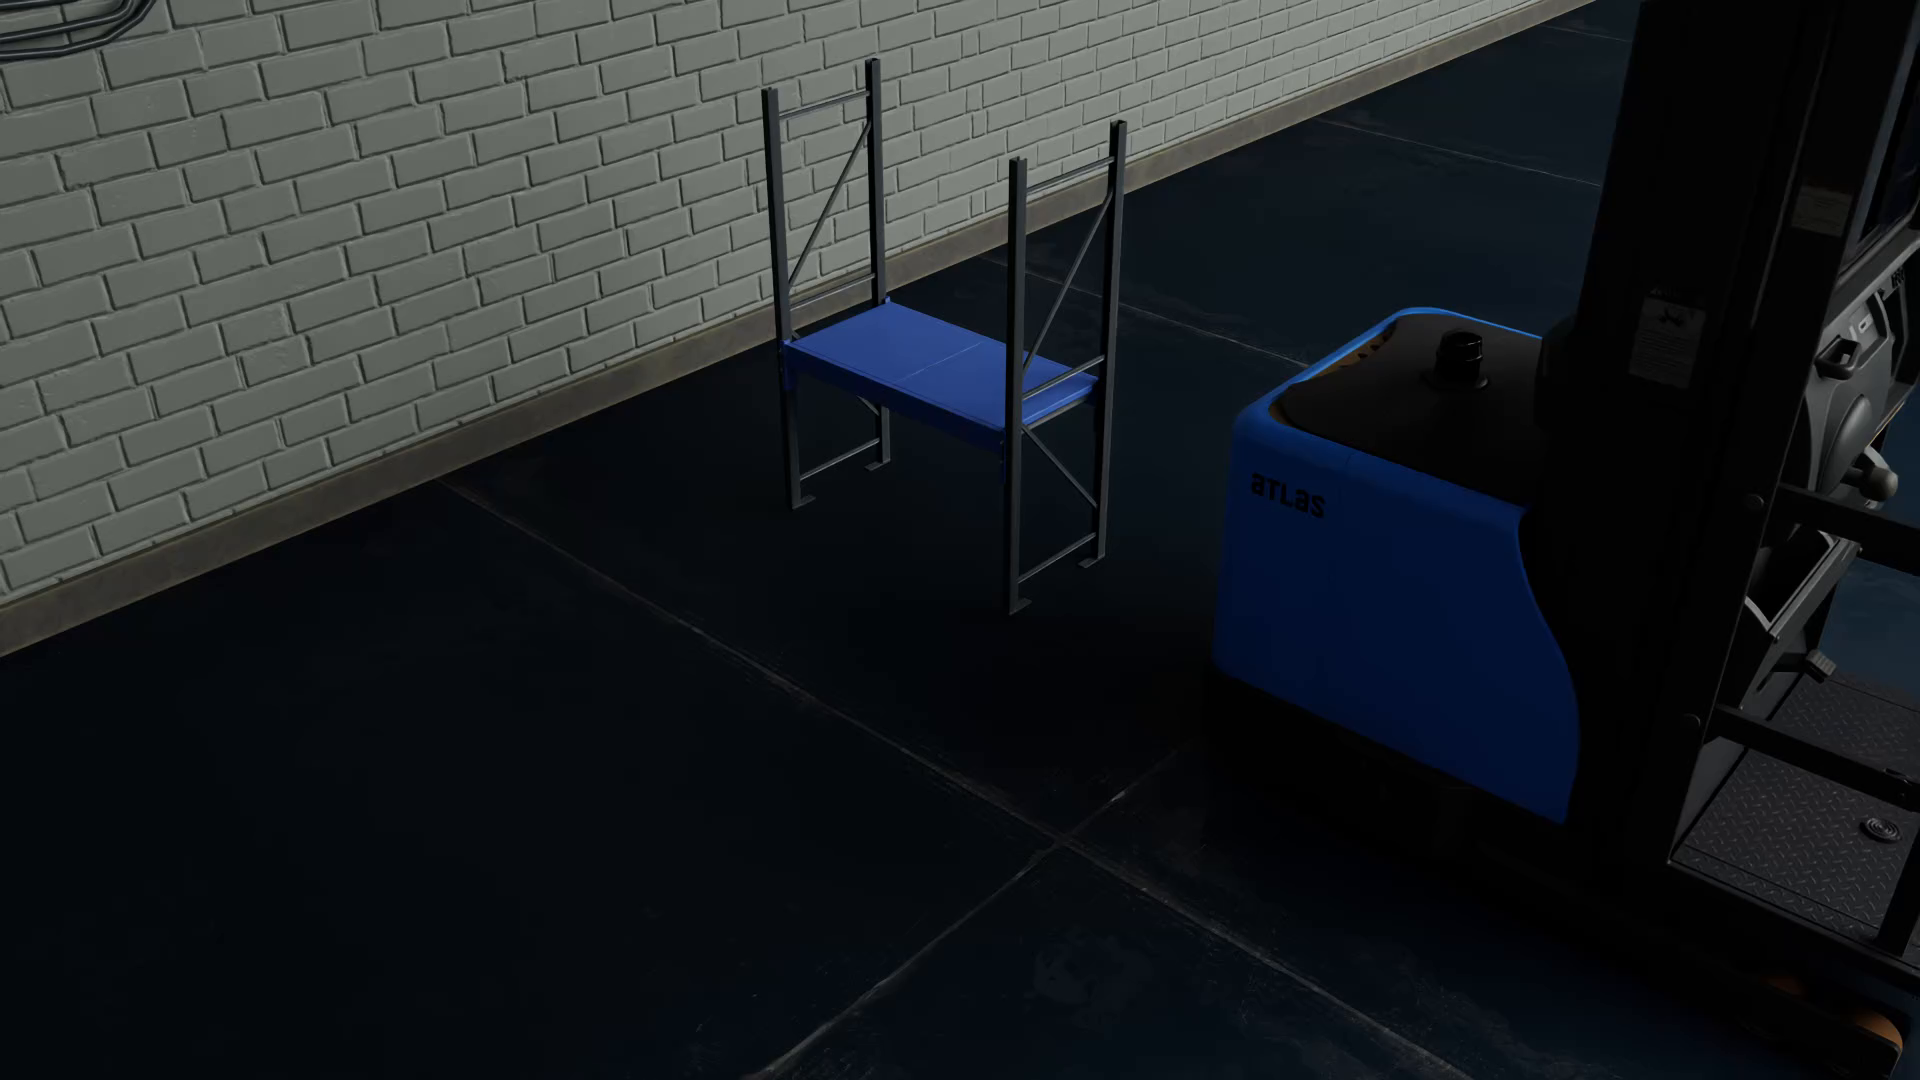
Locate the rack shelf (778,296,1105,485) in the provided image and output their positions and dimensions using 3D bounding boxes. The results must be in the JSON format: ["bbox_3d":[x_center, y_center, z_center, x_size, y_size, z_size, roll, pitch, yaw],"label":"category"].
[{"bbox_3d":[-0.063,-0.518,5.505,1.000,0.185,0.538,25,39,35],"label":"rack shelf"}]

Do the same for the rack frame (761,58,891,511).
[{"bbox_3d":[-0.440,-0.848,5.704,0.032,1.500,0.500,25,39,35],"label":"rack frame"}]

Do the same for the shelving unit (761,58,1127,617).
[{"bbox_3d":[-0.063,-0.672,5.412,1.048,1.500,0.538,25,39,35],"label":"shelving unit"}]

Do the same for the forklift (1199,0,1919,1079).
[{"bbox_3d":[2.127,-0.349,3.488,3.031,2.935,1.130,24,38,34],"label":"forklift"}]

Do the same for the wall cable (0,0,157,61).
[{"bbox_3d":[-3.252,-1.981,3.327,0.112,2.526,3.097,25,39,35],"label":"wall cable"}]

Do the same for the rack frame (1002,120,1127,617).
[{"bbox_3d":[0.314,-0.496,5.120,0.032,1.500,0.500,25,39,35],"label":"rack frame"}]
